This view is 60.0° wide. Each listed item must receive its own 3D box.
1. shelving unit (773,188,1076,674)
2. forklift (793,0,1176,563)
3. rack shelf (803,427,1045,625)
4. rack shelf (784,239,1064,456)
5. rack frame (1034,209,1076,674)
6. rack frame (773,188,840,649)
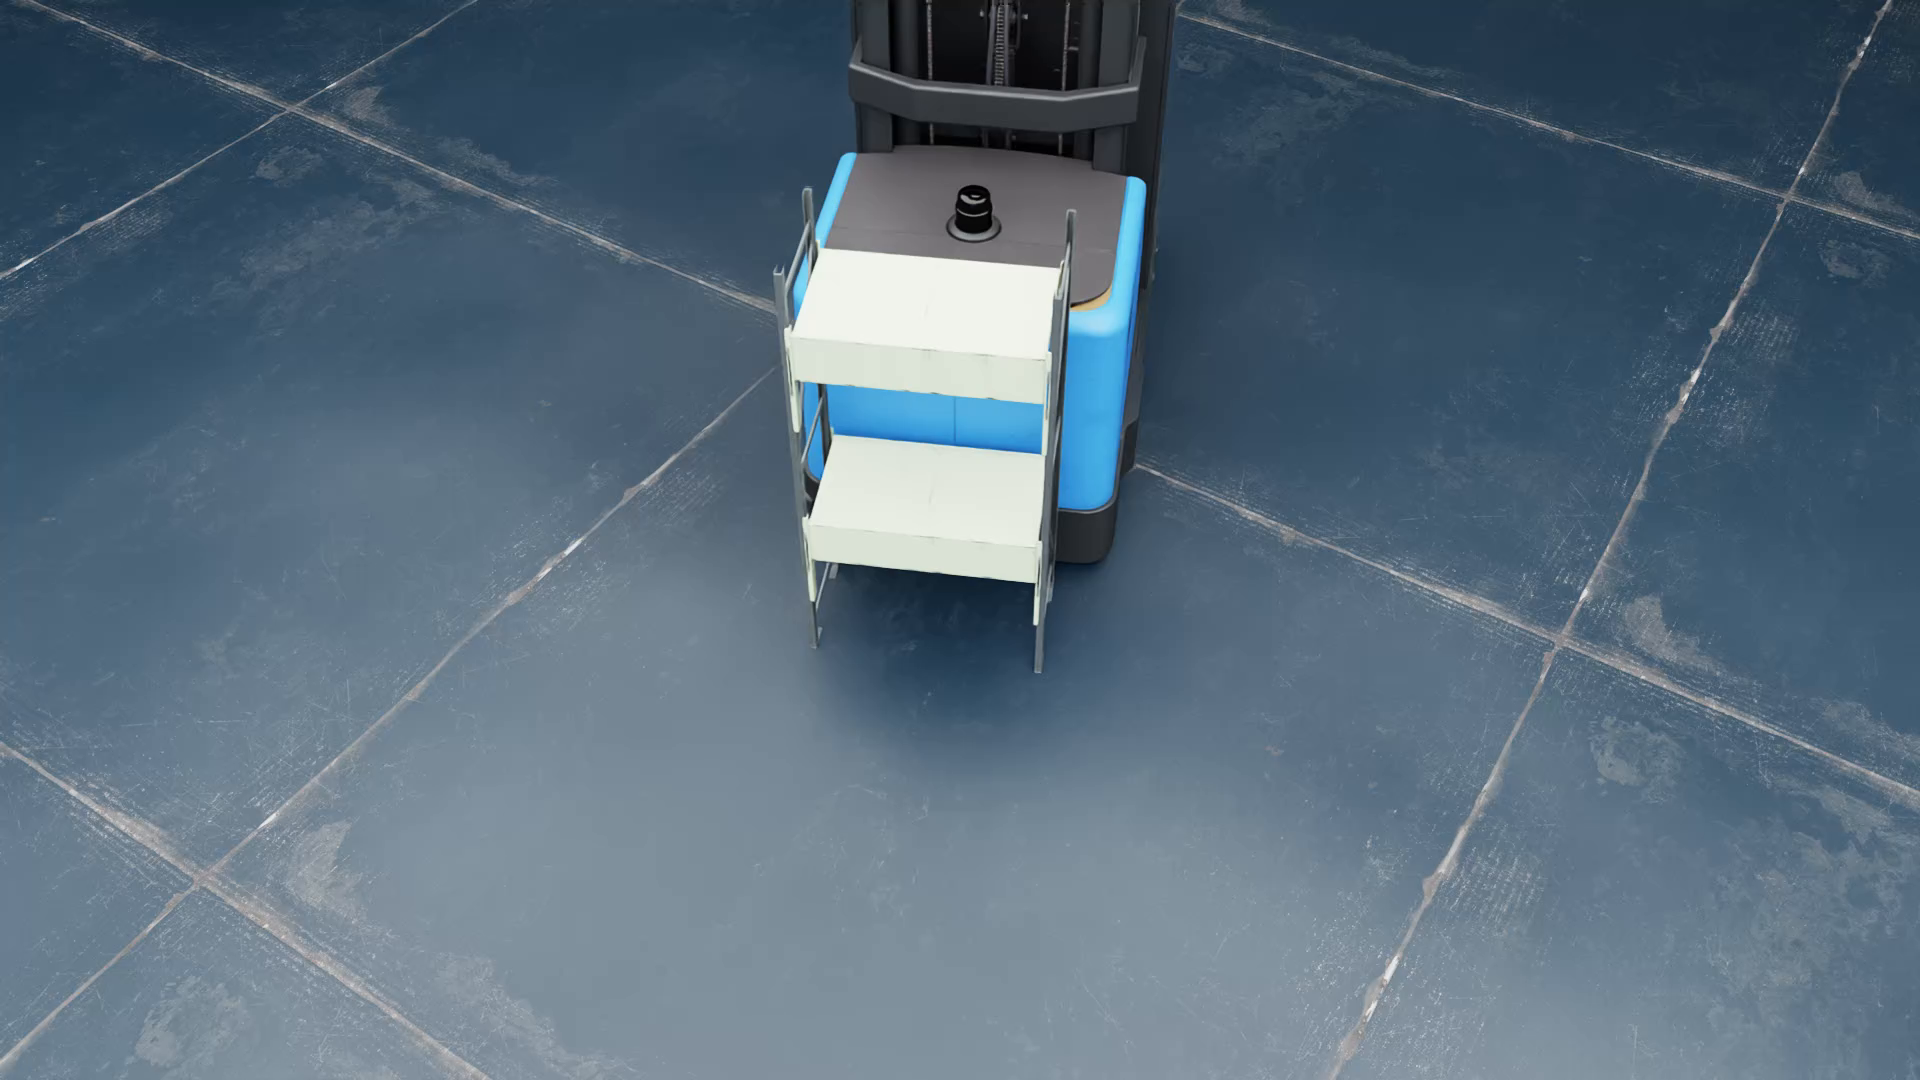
[{"bbox_3d":[-0.086,-0.273,4.969,0.755,1.500,0.431,6,46,6],"label":"shelving unit"},{"bbox_3d":[0.211,-2.012,5.661,1.130,2.935,3.031,6,46,6],"label":"forklift"},{"bbox_3d":[-0.086,-0.046,5.203,0.720,0.370,0.431,6,46,6],"label":"rack shelf"},{"bbox_3d":[-0.086,-0.545,4.690,0.720,0.370,0.431,6,46,6],"label":"rack shelf"},{"bbox_3d":[0.277,-0.236,4.933,0.023,1.500,0.400,6,46,6],"label":"rack frame"},{"bbox_3d":[-0.448,-0.310,5.005,0.023,1.500,0.400,6,46,6],"label":"rack frame"}]
